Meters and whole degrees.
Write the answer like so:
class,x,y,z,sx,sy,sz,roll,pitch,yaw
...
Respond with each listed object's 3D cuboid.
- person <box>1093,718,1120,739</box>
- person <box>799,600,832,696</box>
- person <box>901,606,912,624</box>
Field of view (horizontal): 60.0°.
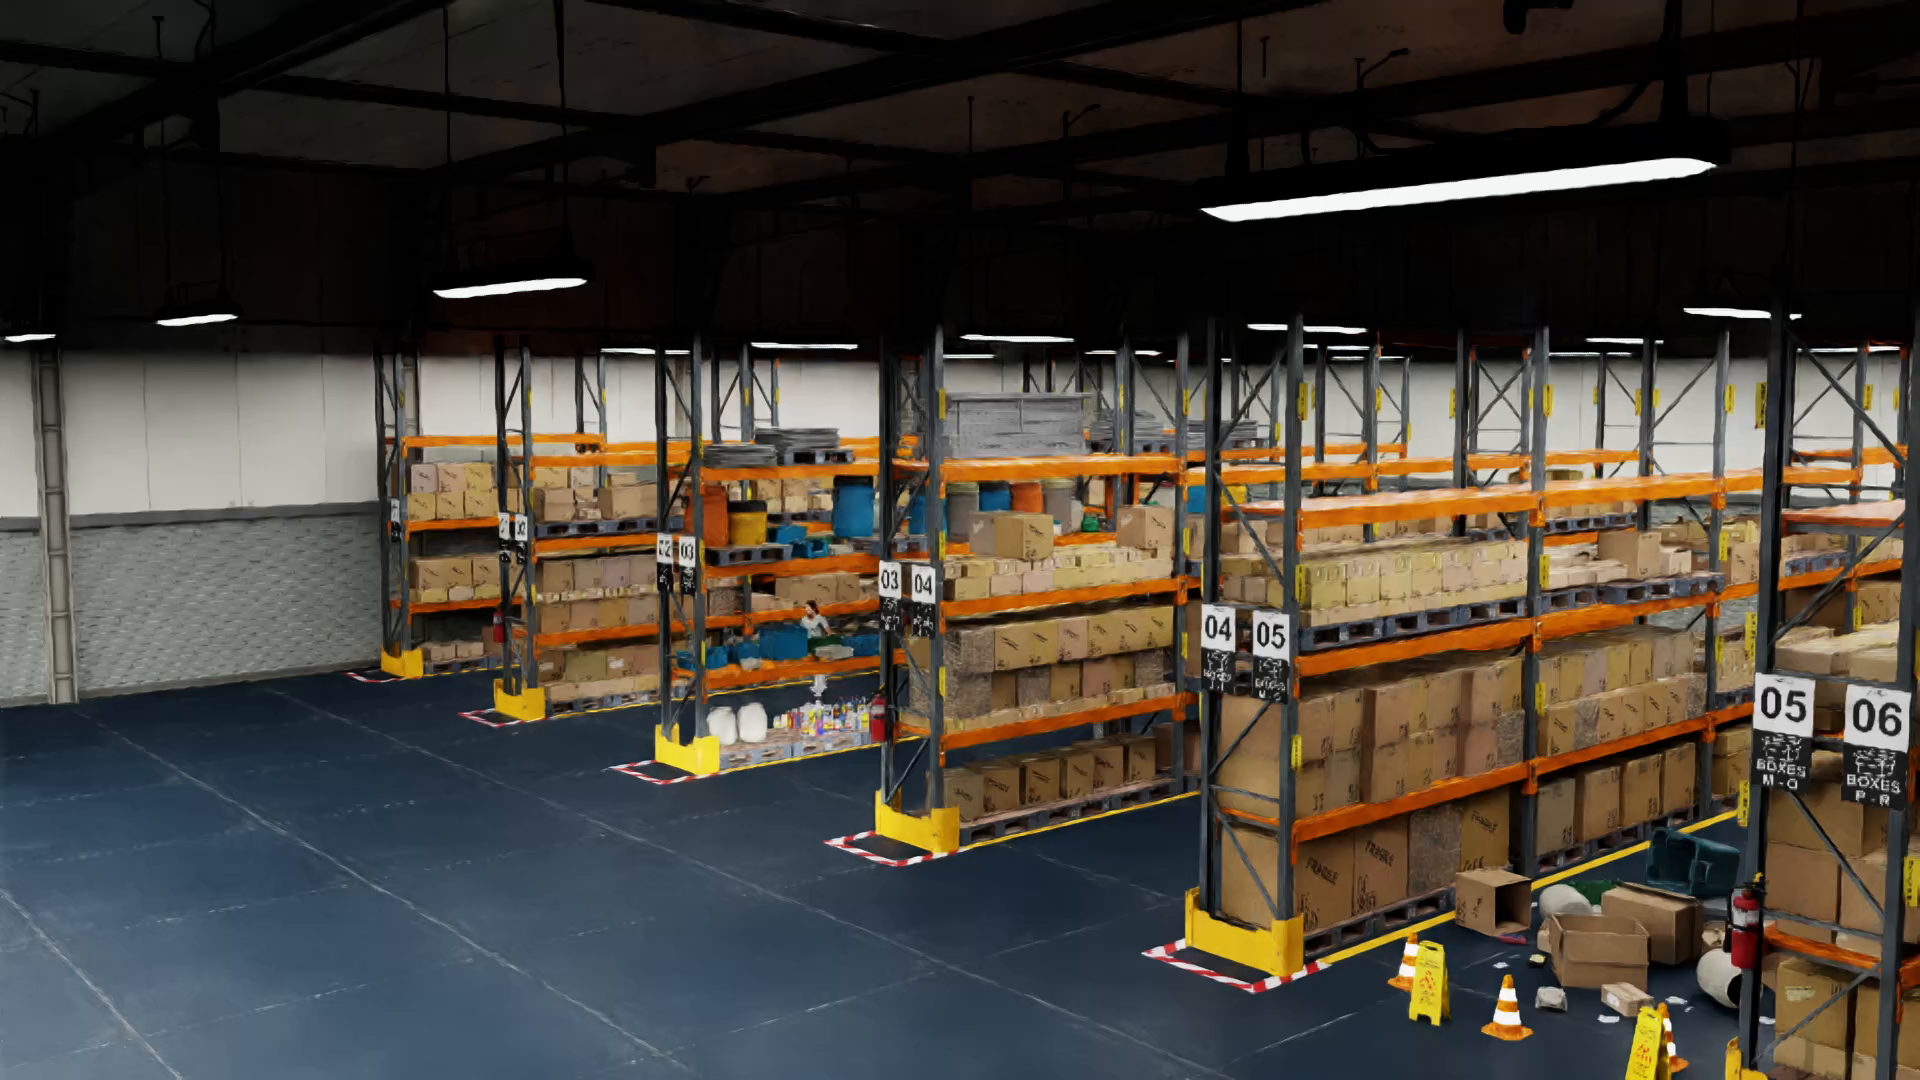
class,x,y,z,sx,sy,sz,roll,pitch,yaw
person,2.021,2.174,23.023,0.628,1.768,0.569,-1,5,-10
person,-2.411,1.799,28.088,0.609,1.604,0.814,3,6,33
person,-1.057,1.235,34.341,0.522,1.629,0.593,-5,7,-42
